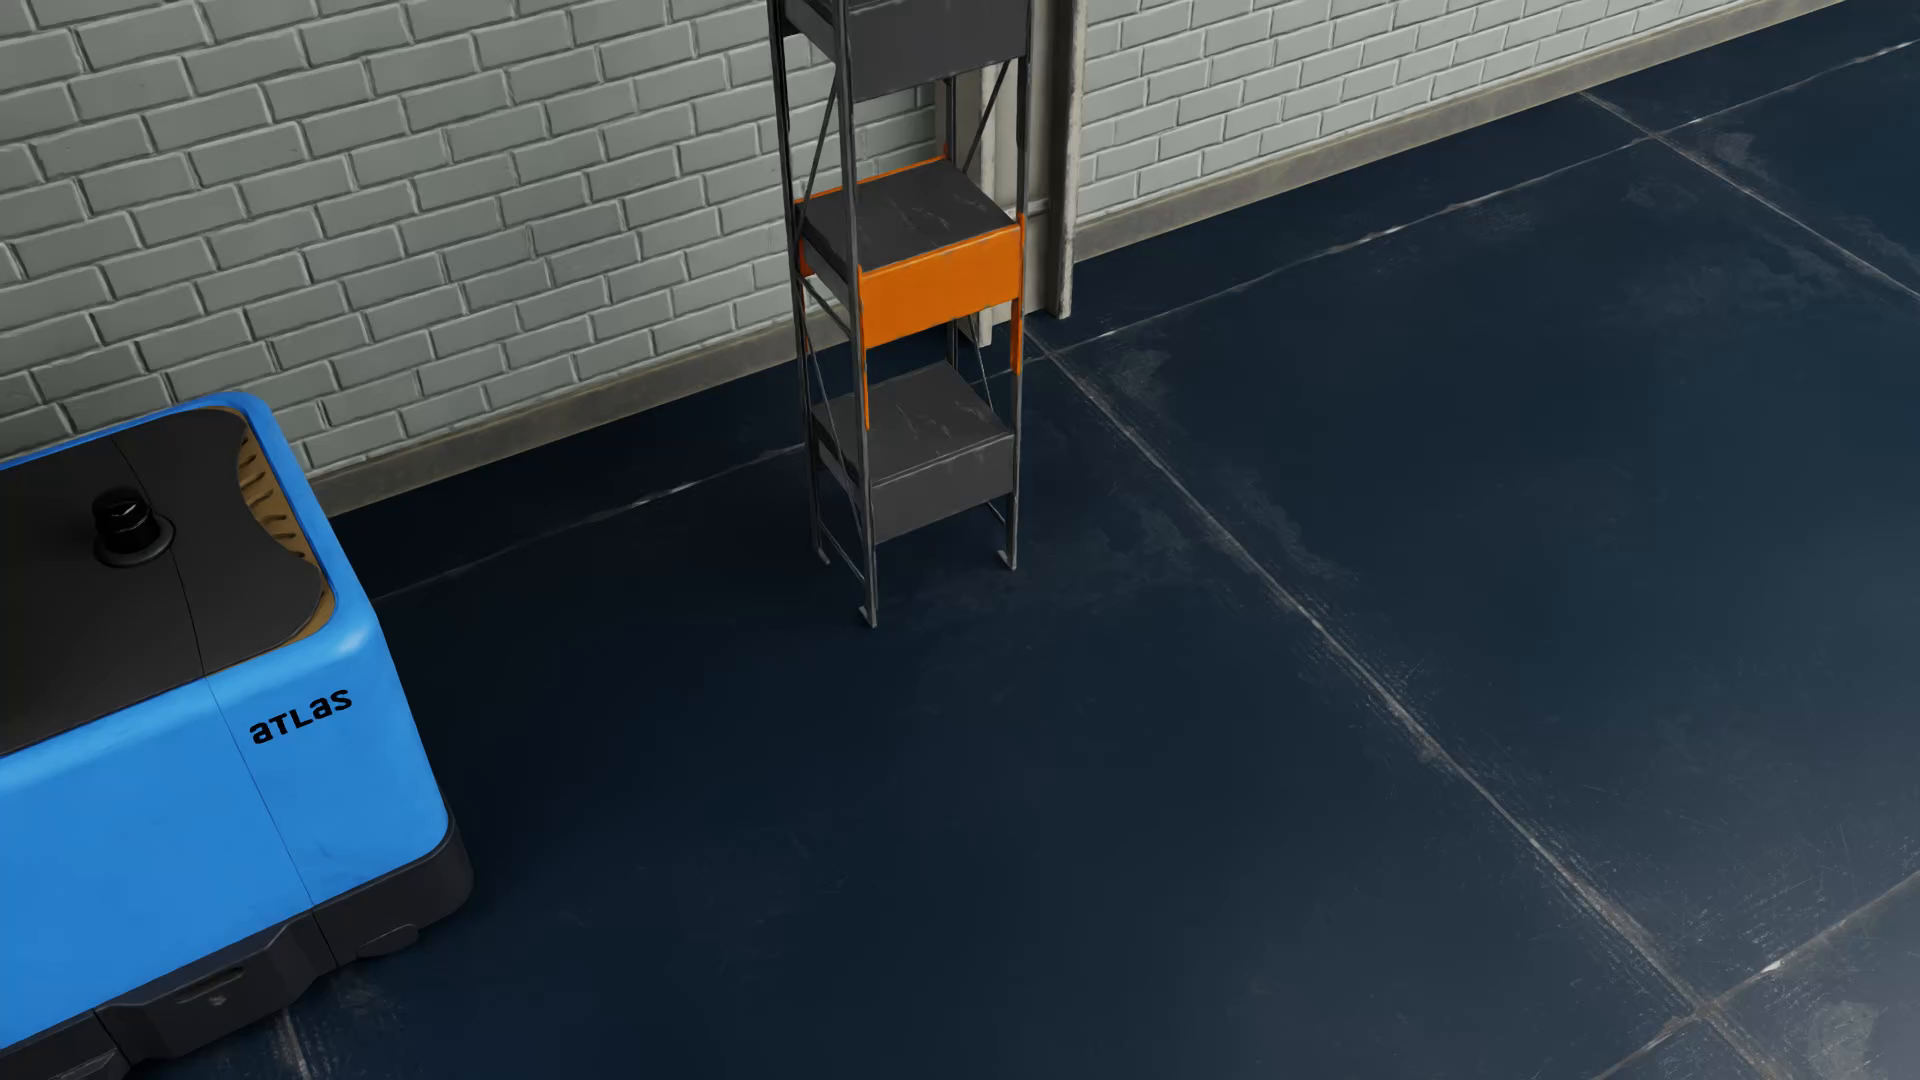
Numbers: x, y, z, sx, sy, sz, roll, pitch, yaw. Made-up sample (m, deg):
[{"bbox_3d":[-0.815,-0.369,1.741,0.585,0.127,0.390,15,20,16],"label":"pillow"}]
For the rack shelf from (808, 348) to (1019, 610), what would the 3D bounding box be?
[{"bbox_3d":[-0.144,-0.184,4.957,0.480,0.518,0.431,-22,48,-21],"label":"rack shelf"}]

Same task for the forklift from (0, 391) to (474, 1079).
[{"bbox_3d":[-2.761,0.157,2.983,3.031,2.935,1.130,-24,49,-22],"label":"forklift"}]

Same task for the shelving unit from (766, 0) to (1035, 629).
[{"bbox_3d":[-0.144,-0.696,4.460,0.503,2.100,0.431,-22,48,-21],"label":"shelving unit"}]

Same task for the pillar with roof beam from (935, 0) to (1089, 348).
[{"bbox_3d":[2.306,-1.479,0.312,0.400,9.000,9.100,-22,48,-21],"label":"pillar with roof beam"}]

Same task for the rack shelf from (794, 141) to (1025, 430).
[{"bbox_3d":[-0.144,-0.686,4.469,0.480,0.518,0.431,-22,48,-21],"label":"rack shelf"}]

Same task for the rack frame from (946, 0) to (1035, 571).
[{"bbox_3d":[0.068,-0.781,4.547,0.015,2.100,0.400,-22,48,-21],"label":"rack frame"}]

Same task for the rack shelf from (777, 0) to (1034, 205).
[{"bbox_3d":[-0.144,-1.189,3.982,0.480,0.518,0.431,-22,48,-21],"label":"rack shelf"}]

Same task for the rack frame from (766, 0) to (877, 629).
[{"bbox_3d":[-0.355,-0.611,4.372,0.015,2.100,0.400,-22,48,-21],"label":"rack frame"}]
